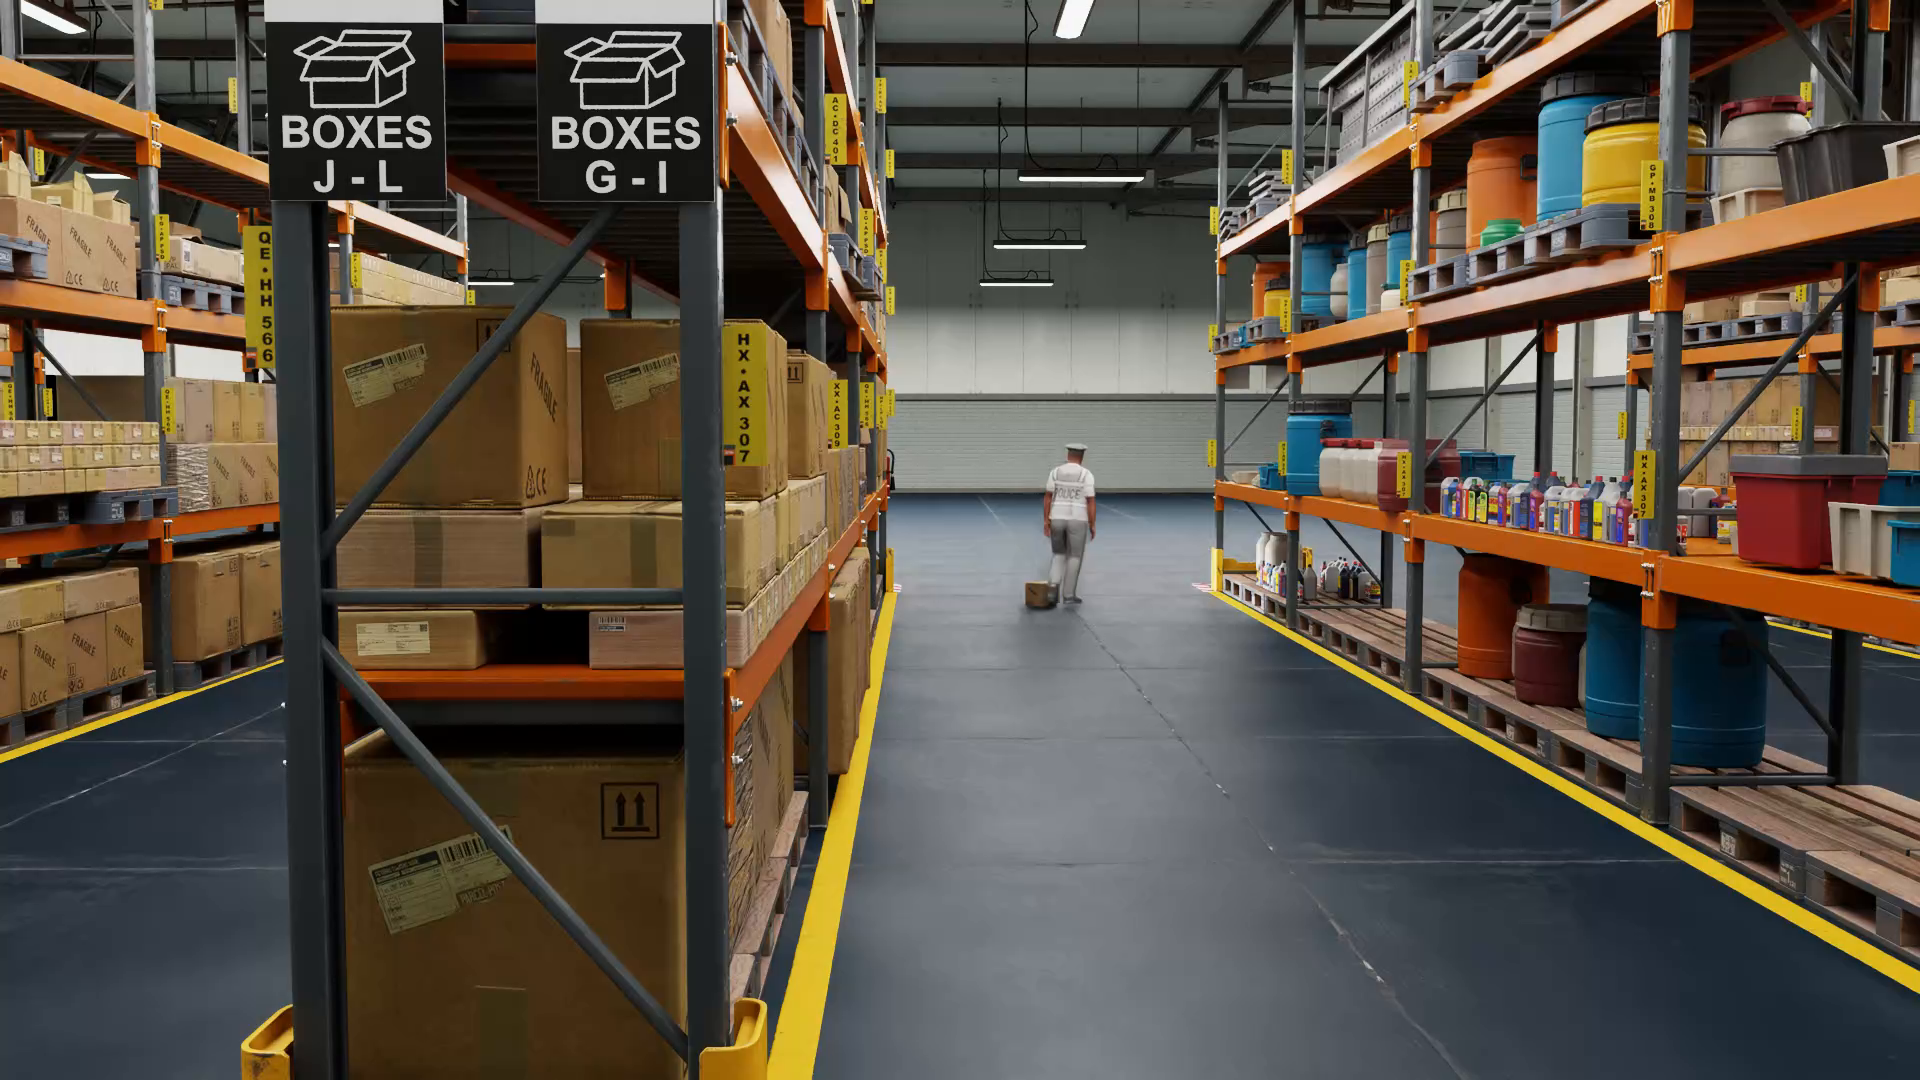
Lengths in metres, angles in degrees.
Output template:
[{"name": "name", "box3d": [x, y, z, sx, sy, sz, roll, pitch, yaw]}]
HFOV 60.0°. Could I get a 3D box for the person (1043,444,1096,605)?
[{"name": "person", "box3d": [1.188, -0.165, 18.076, 0.559, 1.761, 0.459, 2, 4, 27]}]
